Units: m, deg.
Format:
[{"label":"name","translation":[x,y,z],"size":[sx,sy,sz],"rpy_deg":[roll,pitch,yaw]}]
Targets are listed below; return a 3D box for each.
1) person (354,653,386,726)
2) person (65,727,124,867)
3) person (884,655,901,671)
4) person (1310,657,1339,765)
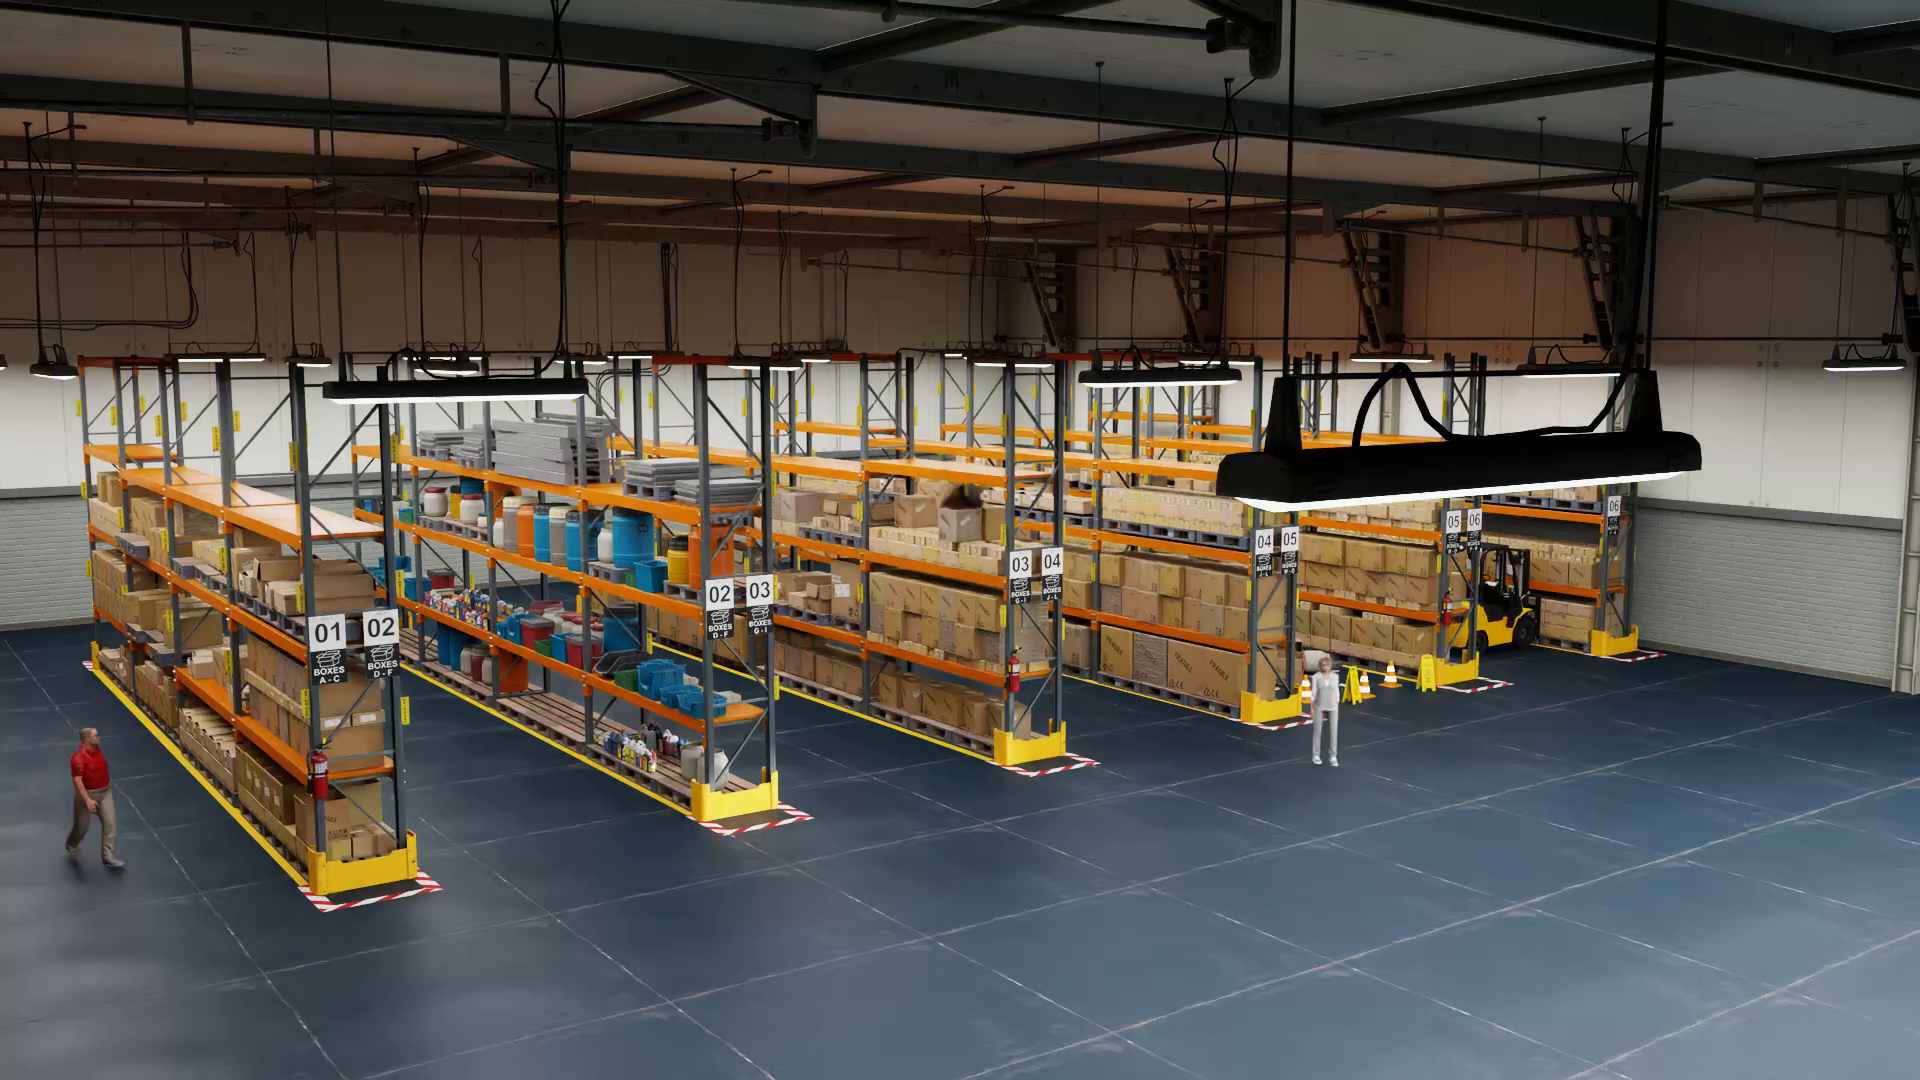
[{"label":"person","translation":[-9.553,2.155,27.187],"size":[0.644,1.731,1.063],"rpy_deg":[-5,9,-36]},{"label":"person","translation":[-10.475,3.077,19.997],"size":[0.973,1.675,0.482],"rpy_deg":[6,9,40]},{"label":"person","translation":[-1.200,1.769,30.880],"size":[0.606,1.704,0.981],"rpy_deg":[-5,8,-35]},{"label":"person","translation":[5.434,2.541,24.777],"size":[0.445,1.615,0.341],"rpy_deg":[0,7,3]}]
